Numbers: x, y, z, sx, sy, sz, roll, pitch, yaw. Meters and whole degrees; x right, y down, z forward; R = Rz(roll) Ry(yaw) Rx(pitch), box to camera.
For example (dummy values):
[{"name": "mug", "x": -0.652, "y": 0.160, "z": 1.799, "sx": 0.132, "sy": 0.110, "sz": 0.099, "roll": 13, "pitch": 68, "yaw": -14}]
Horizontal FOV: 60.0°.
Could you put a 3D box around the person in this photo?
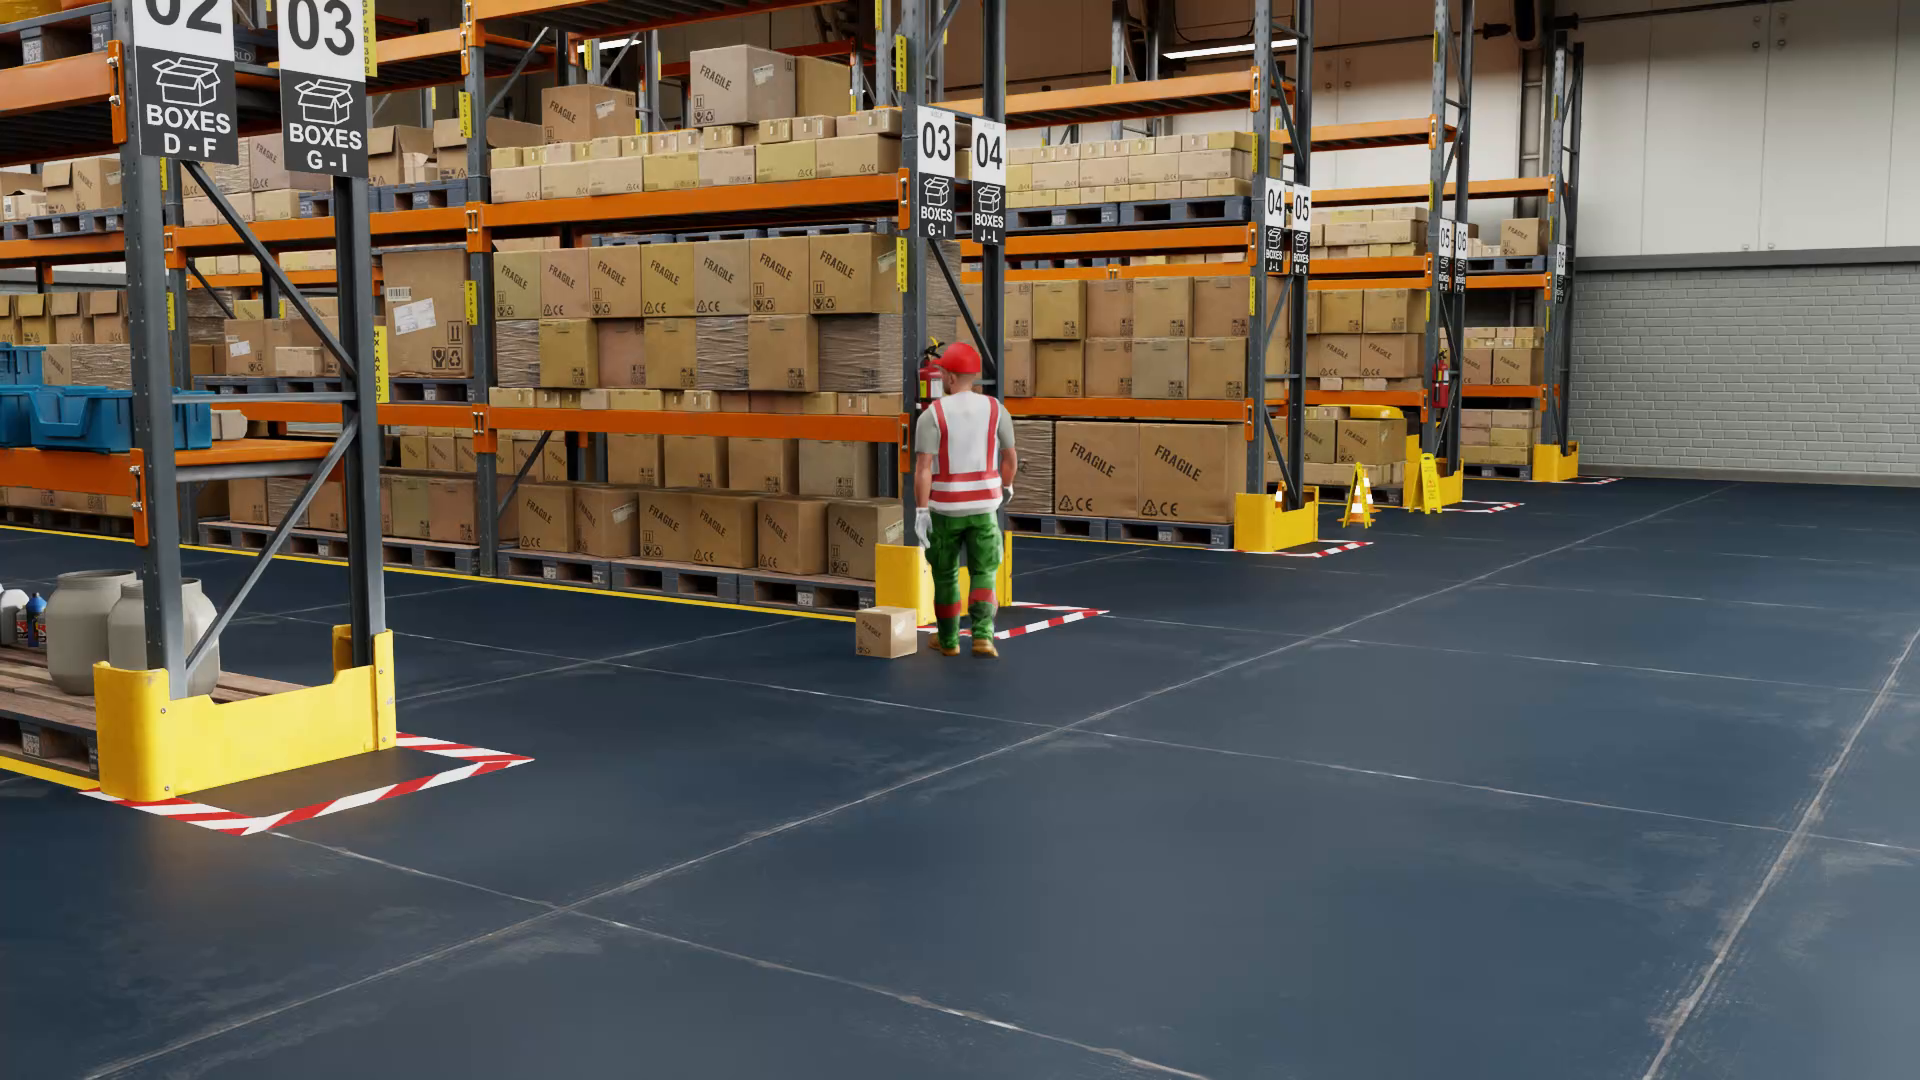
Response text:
[{"name": "person", "x": 0.018, "y": -0.193, "z": 9.021, "sx": 0.622, "sy": 1.743, "sz": 0.959, "roll": -1, "pitch": 6, "yaw": -12}]
